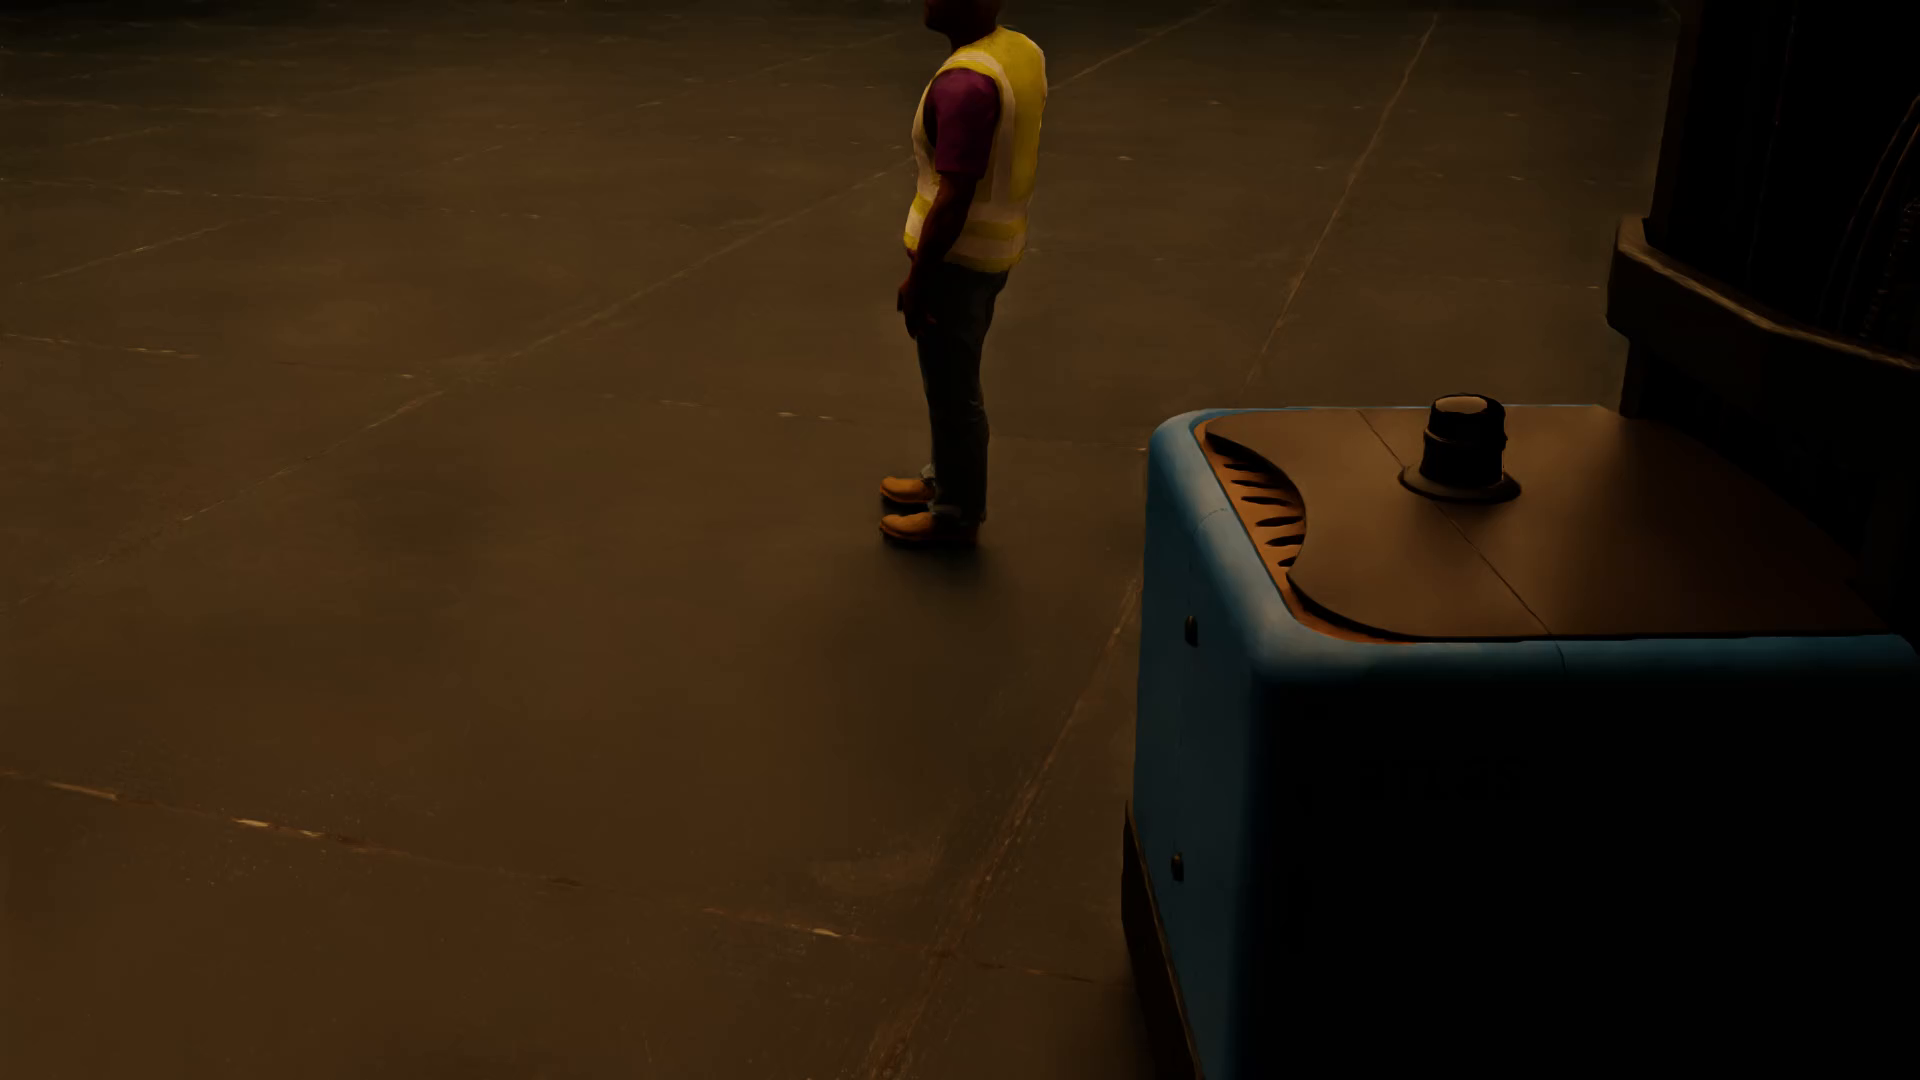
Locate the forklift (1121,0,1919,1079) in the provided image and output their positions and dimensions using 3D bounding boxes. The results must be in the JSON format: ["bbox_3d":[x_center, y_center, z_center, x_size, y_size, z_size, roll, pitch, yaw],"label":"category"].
[{"bbox_3d":[1.842,-0.434,2.331,3.031,2.935,1.130,-1,22,-2],"label":"forklift"}]

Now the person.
[{"bbox_3d":[-0.065,-0.833,4.805,0.576,1.766,0.665,7,23,16],"label":"person"}]
